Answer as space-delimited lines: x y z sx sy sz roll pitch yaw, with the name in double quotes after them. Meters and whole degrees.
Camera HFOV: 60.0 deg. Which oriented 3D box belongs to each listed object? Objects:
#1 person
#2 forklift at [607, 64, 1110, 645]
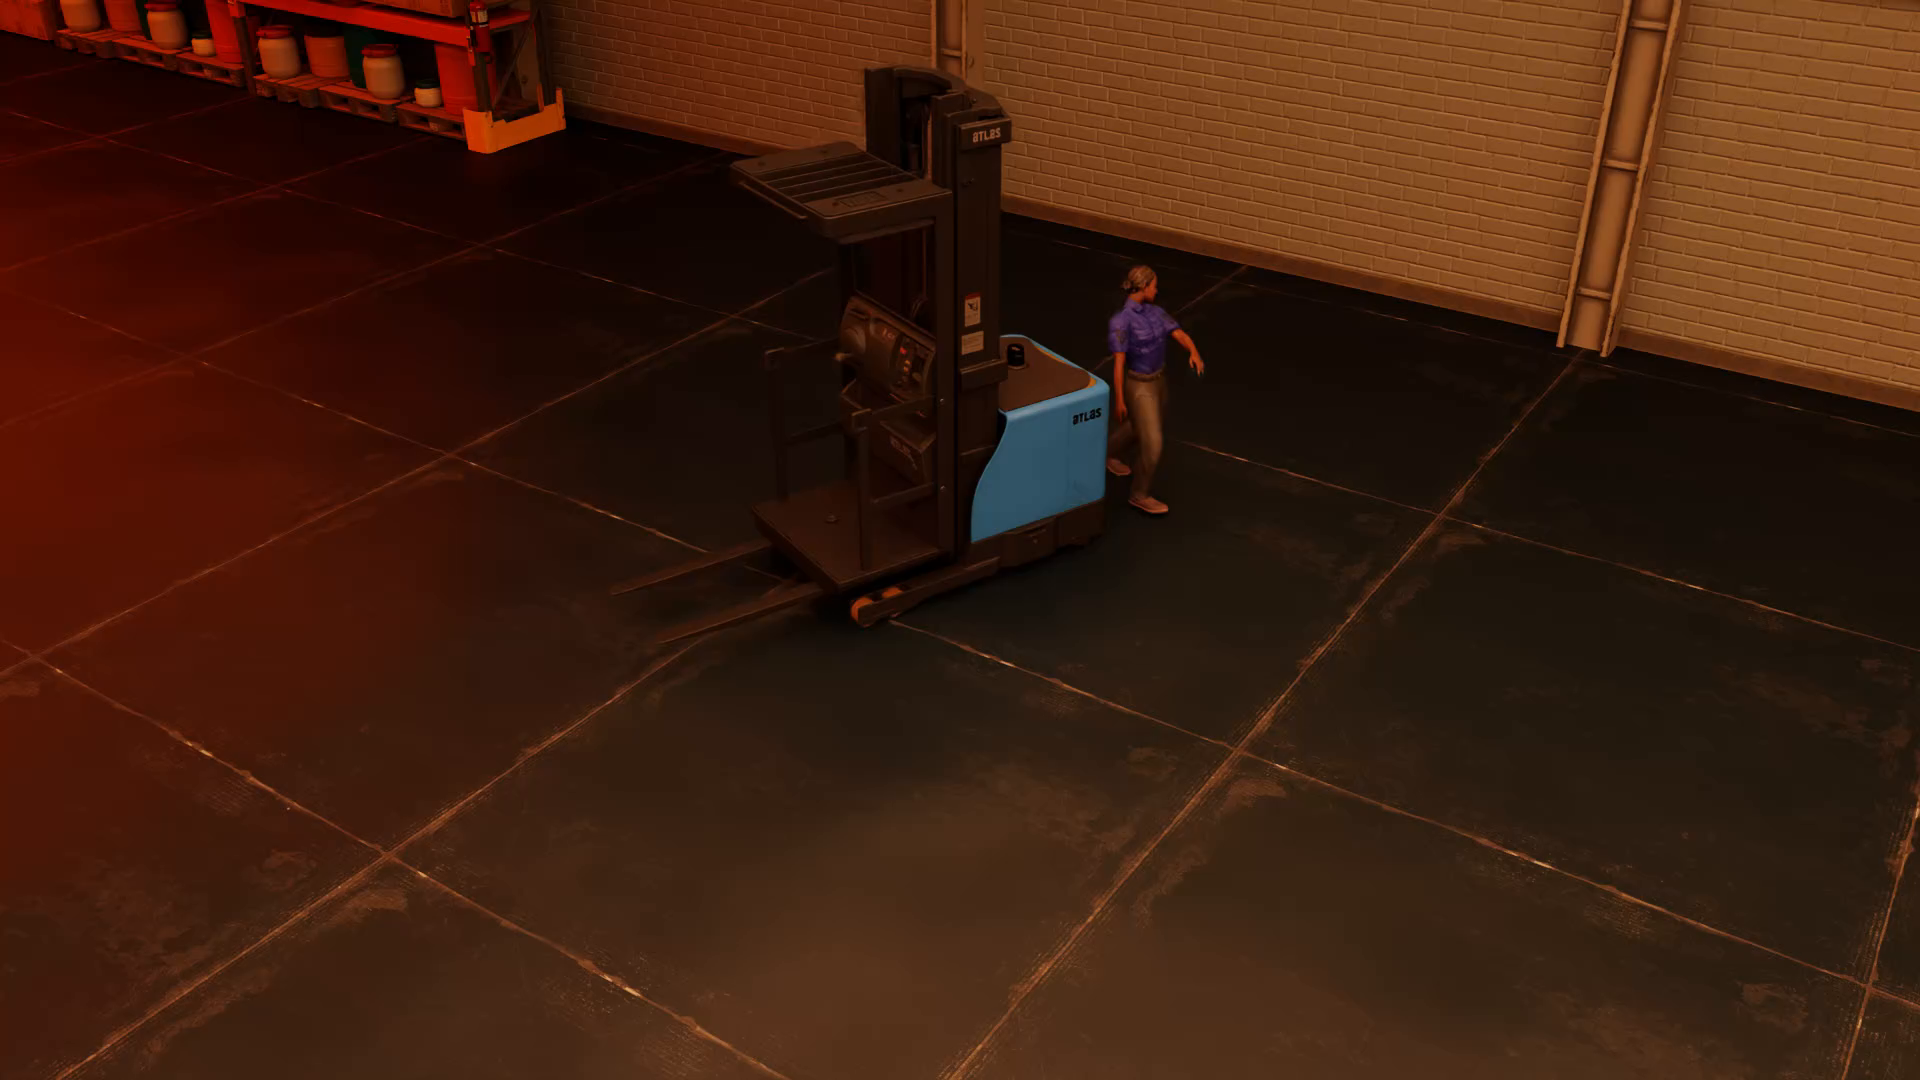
1.165 -0.957 10.625 0.838 1.527 0.719 15 33 23 "person"
-0.590 -1.069 9.422 3.031 2.935 1.130 -19 35 -29 "forklift"
